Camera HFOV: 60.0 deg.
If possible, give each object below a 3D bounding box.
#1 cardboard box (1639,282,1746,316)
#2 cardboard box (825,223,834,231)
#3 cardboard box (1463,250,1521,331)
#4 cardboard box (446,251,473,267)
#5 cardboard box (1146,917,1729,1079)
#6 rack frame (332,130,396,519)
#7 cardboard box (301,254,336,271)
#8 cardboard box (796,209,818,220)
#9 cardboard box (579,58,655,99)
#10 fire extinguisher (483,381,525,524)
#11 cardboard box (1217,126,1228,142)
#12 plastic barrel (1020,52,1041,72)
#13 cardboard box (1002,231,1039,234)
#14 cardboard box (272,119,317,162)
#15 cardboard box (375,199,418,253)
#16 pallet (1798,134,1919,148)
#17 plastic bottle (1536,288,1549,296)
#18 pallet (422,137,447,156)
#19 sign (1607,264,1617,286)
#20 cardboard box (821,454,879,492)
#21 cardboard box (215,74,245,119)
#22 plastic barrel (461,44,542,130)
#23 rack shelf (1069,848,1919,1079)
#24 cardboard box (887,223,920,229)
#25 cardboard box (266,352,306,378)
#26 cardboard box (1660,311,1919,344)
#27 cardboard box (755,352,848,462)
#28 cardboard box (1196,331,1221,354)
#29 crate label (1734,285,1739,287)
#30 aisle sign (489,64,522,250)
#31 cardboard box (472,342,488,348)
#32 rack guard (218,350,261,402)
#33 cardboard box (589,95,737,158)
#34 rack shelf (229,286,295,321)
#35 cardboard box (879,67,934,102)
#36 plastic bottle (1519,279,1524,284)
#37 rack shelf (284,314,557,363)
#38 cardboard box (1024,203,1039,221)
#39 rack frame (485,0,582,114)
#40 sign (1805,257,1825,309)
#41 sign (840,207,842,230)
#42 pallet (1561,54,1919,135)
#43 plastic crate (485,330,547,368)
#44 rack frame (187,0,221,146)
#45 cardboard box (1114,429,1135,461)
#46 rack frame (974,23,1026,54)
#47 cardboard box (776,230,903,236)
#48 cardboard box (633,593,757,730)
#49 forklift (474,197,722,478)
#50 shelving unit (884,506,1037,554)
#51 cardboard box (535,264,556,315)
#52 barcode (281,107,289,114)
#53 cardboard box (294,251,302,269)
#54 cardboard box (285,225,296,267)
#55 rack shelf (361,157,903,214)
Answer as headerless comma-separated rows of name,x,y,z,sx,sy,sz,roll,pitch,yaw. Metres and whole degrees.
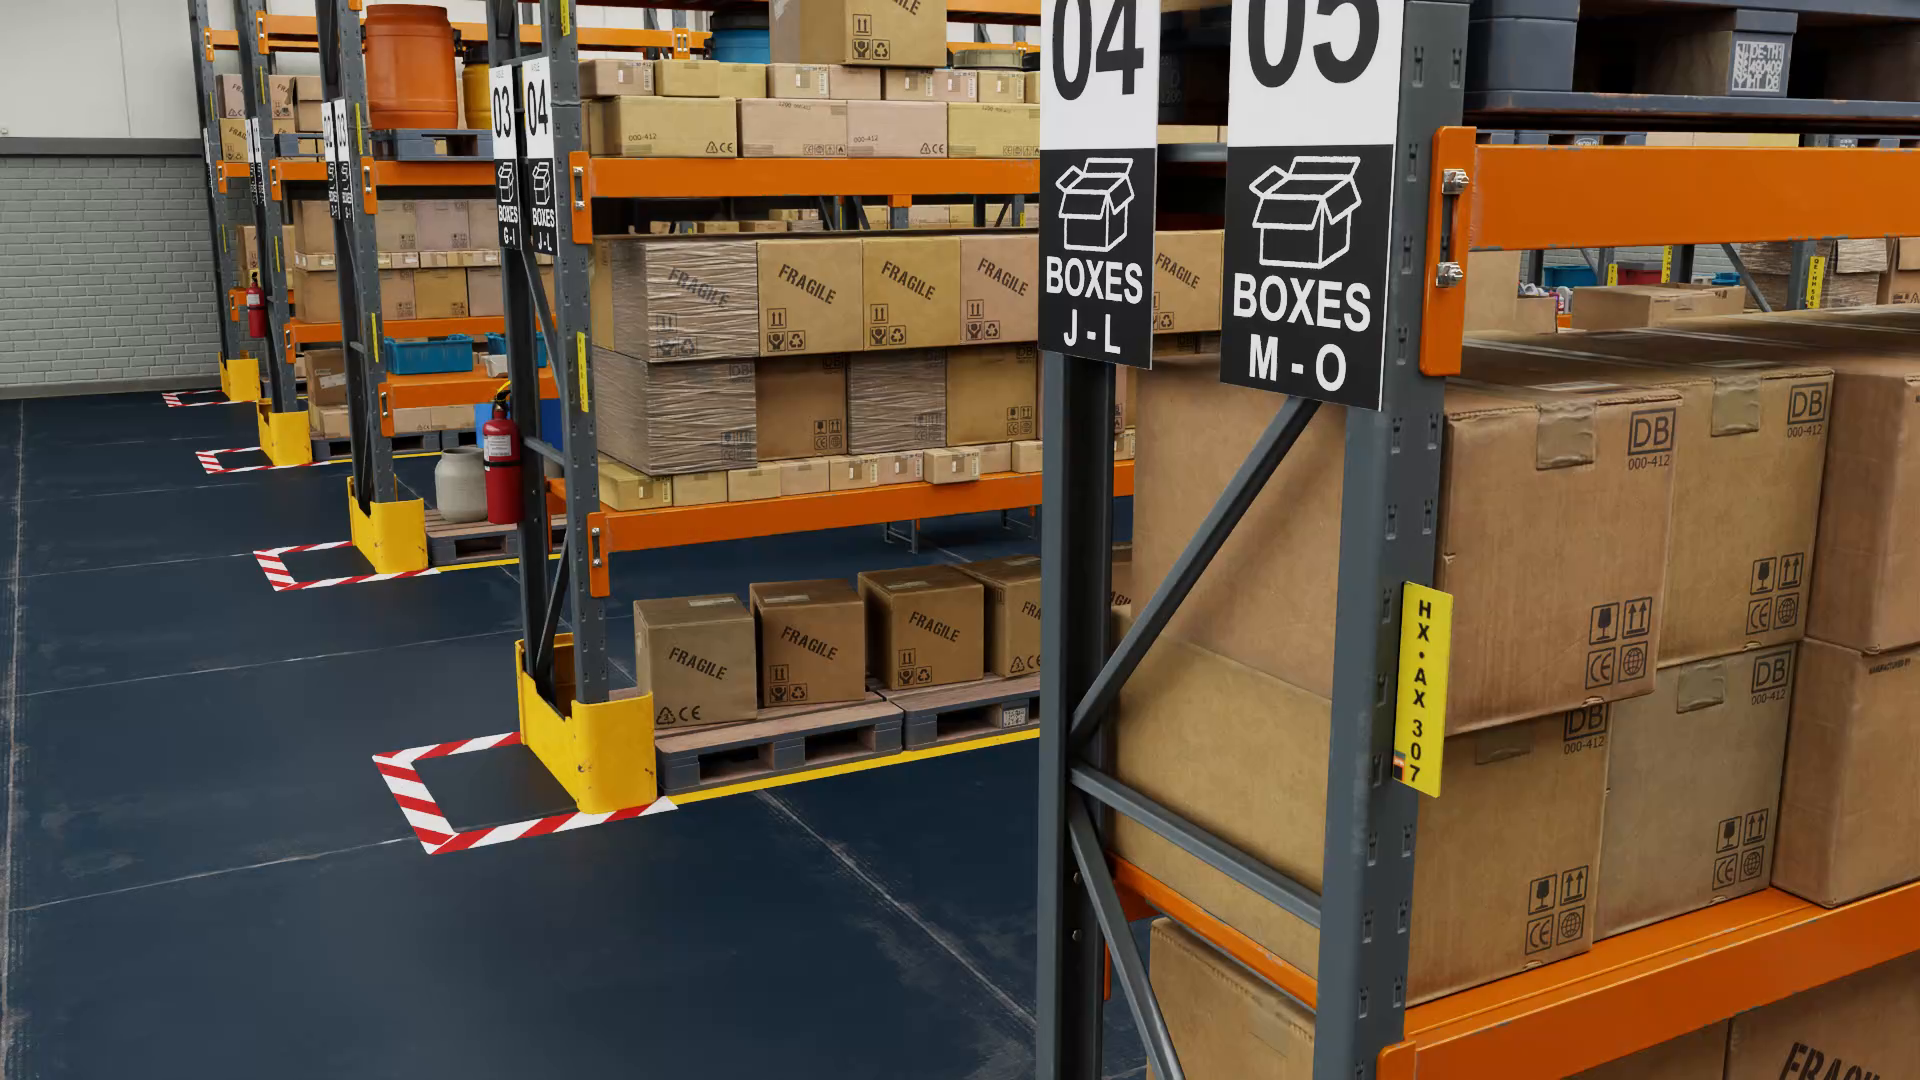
cardboard box,4.738,-1.411,10.863,0.500,0.500,0.500,-9,16,-35
cardboard box,-1.639,-4.390,24.332,0.500,0.500,0.500,-7,14,-28
cardboard box,2.447,-1.355,9.477,1.000,1.000,1.000,-7,14,-27
cardboard box,-4.995,-2.791,16.472,0.250,0.149,0.380,-7,14,-29
cardboard box,1.023,1.334,3.733,0.875,0.875,0.875,-7,14,-28
rack frame,-4.202,-1.335,11.709,0.127,3.000,1.000,-7,14,-28
cardboard box,-6.124,-2.655,15.869,0.250,0.149,0.380,-7,14,-28
cardboard box,-2.215,-4.623,23.614,0.250,0.149,0.380,-9,16,-35
cardboard box,-1.476,-1.949,7.041,0.250,0.149,0.380,-7,14,-28
fire extinguisher,-2.150,-0.419,7.817,0.183,0.674,0.296,-7,14,-28
cardboard box,1.407,-2.093,8.587,0.500,0.250,0.500,-6,14,-26
plastic barrel,0.800,-3.697,14.229,0.708,0.901,0.600,-7,14,-28
cardboard box,0.542,-1.277,8.270,0.500,0.500,0.500,-7,14,-28
cardboard box,-8.047,-4.803,20.012,0.500,0.500,0.500,-6,14,-24
cardboard box,-5.651,-3.080,16.281,0.500,0.500,0.700,-7,15,-29
pallet,5.733,-2.671,11.245,1.003,0.211,1.213,-6,14,-25
plastic bottle,5.819,-2.395,16.700,0.135,0.276,0.152,-7,14,-28
pallet,-4.867,-3.909,16.515,1.213,0.211,1.003,-7,14,-28
sign,6.593,-2.626,16.816,0.005,0.325,0.100,-7,14,-28
cardboard box,-0.577,-0.343,7.874,0.250,0.149,0.380,-7,14,-28
cardboard box,-8.494,-5.248,19.712,0.500,0.500,0.500,-8,15,-32
plastic barrel,-3.262,-3.239,11.954,0.600,0.588,0.600,0,13,0
rack shelf,2.215,0.727,4.187,4.000,0.370,1.077,-7,14,-28
cardboard box,-0.914,-4.344,24.131,0.500,0.500,0.500,-6,14,-26
cardboard box,-8.298,-2.202,20.685,0.500,0.311,0.500,-9,15,-34
cardboard box,2.201,-0.235,4.019,0.500,0.550,0.875,-7,14,-28
cardboard box,-0.951,-0.703,7.994,0.500,0.500,0.875,-7,14,-28
cardboard box,1.258,-0.960,9.136,0.500,0.500,0.875,-7,14,-28
crate label,8.719,-2.736,18.400,0.243,0.136,0.396,-7,14,-28
aisle sign,-2.027,-1.700,7.410,0.004,0.787,0.394,-7,14,-28
cardboard box,-4.934,-1.793,17.343,0.500,0.500,0.500,-7,14,-28
rack guard,-8.882,-2.033,20.502,0.348,0.500,1.175,-7,14,-28
cardboard box,-1.282,-1.771,7.158,0.500,0.250,0.500,-6,14,-26
rack shelf,-7.193,-3.103,21.206,4.000,0.370,1.077,-7,14,-28
cardboard box,-0.318,-2.080,7.620,0.250,0.149,0.380,-8,15,-30
plastic bottle,5.831,-2.594,17.417,0.185,0.351,0.144,-7,14,-28
rack shelf,-4.817,-2.149,16.966,4.000,0.370,1.077,-7,14,-28
cardboard box,1.297,-4.978,25.236,0.500,0.250,0.500,-6,14,-26
rack frame,-1.829,-3.307,6.809,0.127,3.000,1.000,-7,14,-28
sign,5.461,-1.645,10.628,0.005,0.325,0.100,-7,14,-28
sign,-1.659,-4.508,23.353,0.005,0.325,0.100,-7,14,-28
pallet,2.177,-1.043,3.783,1.213,0.211,1.003,-7,14,-28
plastic crate,-3.333,-1.440,12.514,0.408,0.251,0.499,-7,14,-28
rack frame,-8.949,-6.171,19.533,0.127,3.000,1.000,-7,14,-28
cardboard box,0.714,-0.511,8.622,0.250,0.149,0.380,-7,14,-28
rack frame,0.450,-6.058,19.033,0.127,3.000,1.000,-7,14,-28
cardboard box,-0.588,-1.273,8.253,0.500,0.500,0.500,-7,14,-28
cardboard box,-1.273,0.572,7.973,0.500,0.500,0.500,-4,13,-17
forklift,-2.667,-1.934,14.526,3.031,2.935,1.130,-7,15,-29
shelving unit,0.006,-0.549,12.489,1.048,1.125,0.538,-7,14,-28
cardboard box,-4.350,-2.603,17.115,0.500,0.500,0.700,-7,14,-27
barcode,-6.538,-4.161,16.113,0.075,0.075,0.001,-7,14,-28
cardboard box,-6.328,-2.732,16.211,0.250,0.149,0.380,-7,15,-29
cardboard box,-7.947,-3.589,20.312,0.500,0.500,0.500,-7,14,-28
rack shelf,-2.446,-2.658,12.393,4.000,0.370,1.077,-7,14,-28
